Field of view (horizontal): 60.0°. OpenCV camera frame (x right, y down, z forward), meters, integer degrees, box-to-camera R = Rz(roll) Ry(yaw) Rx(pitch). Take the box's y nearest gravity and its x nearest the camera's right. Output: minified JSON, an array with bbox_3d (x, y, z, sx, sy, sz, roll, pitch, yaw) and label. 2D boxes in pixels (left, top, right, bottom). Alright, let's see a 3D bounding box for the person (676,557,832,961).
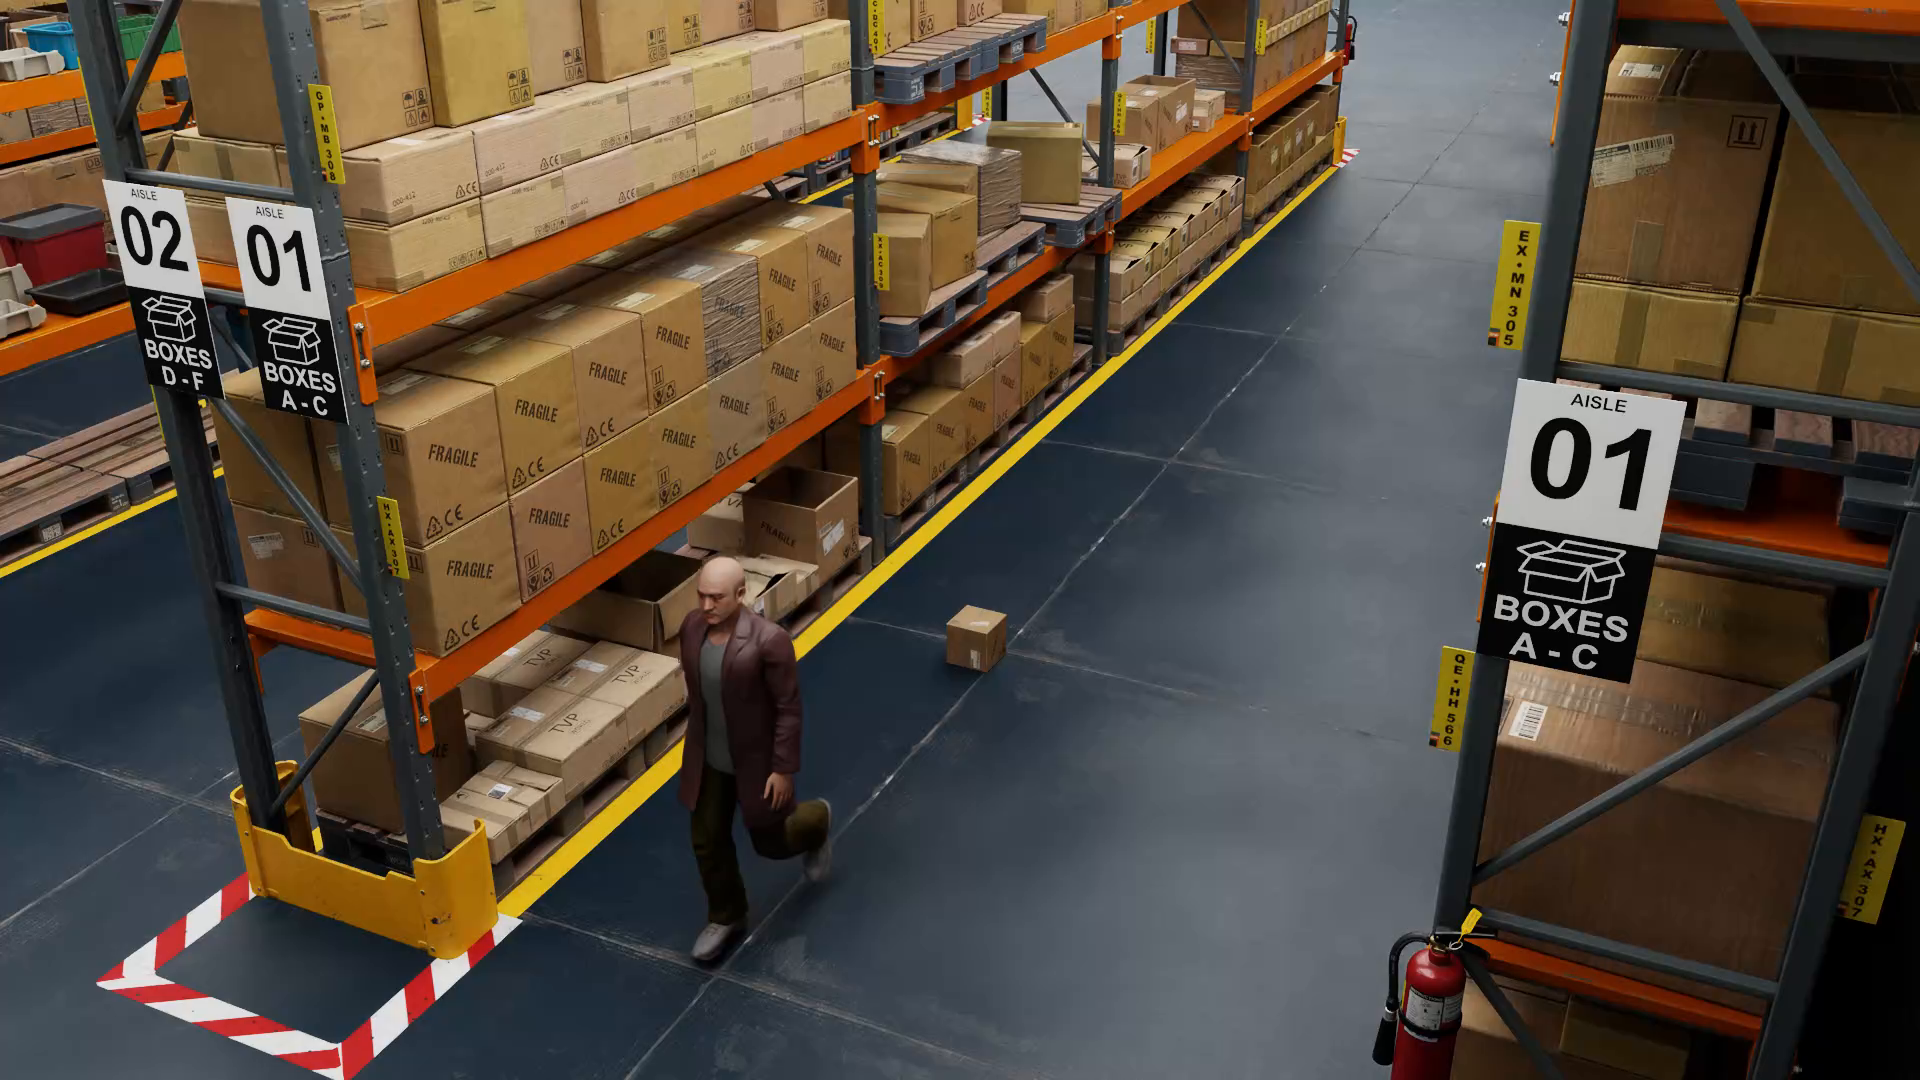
[{"bbox_3d":[-0.853,0.839,6.856,0.587,1.756,0.842,11,28,22],"label":"person"}]
